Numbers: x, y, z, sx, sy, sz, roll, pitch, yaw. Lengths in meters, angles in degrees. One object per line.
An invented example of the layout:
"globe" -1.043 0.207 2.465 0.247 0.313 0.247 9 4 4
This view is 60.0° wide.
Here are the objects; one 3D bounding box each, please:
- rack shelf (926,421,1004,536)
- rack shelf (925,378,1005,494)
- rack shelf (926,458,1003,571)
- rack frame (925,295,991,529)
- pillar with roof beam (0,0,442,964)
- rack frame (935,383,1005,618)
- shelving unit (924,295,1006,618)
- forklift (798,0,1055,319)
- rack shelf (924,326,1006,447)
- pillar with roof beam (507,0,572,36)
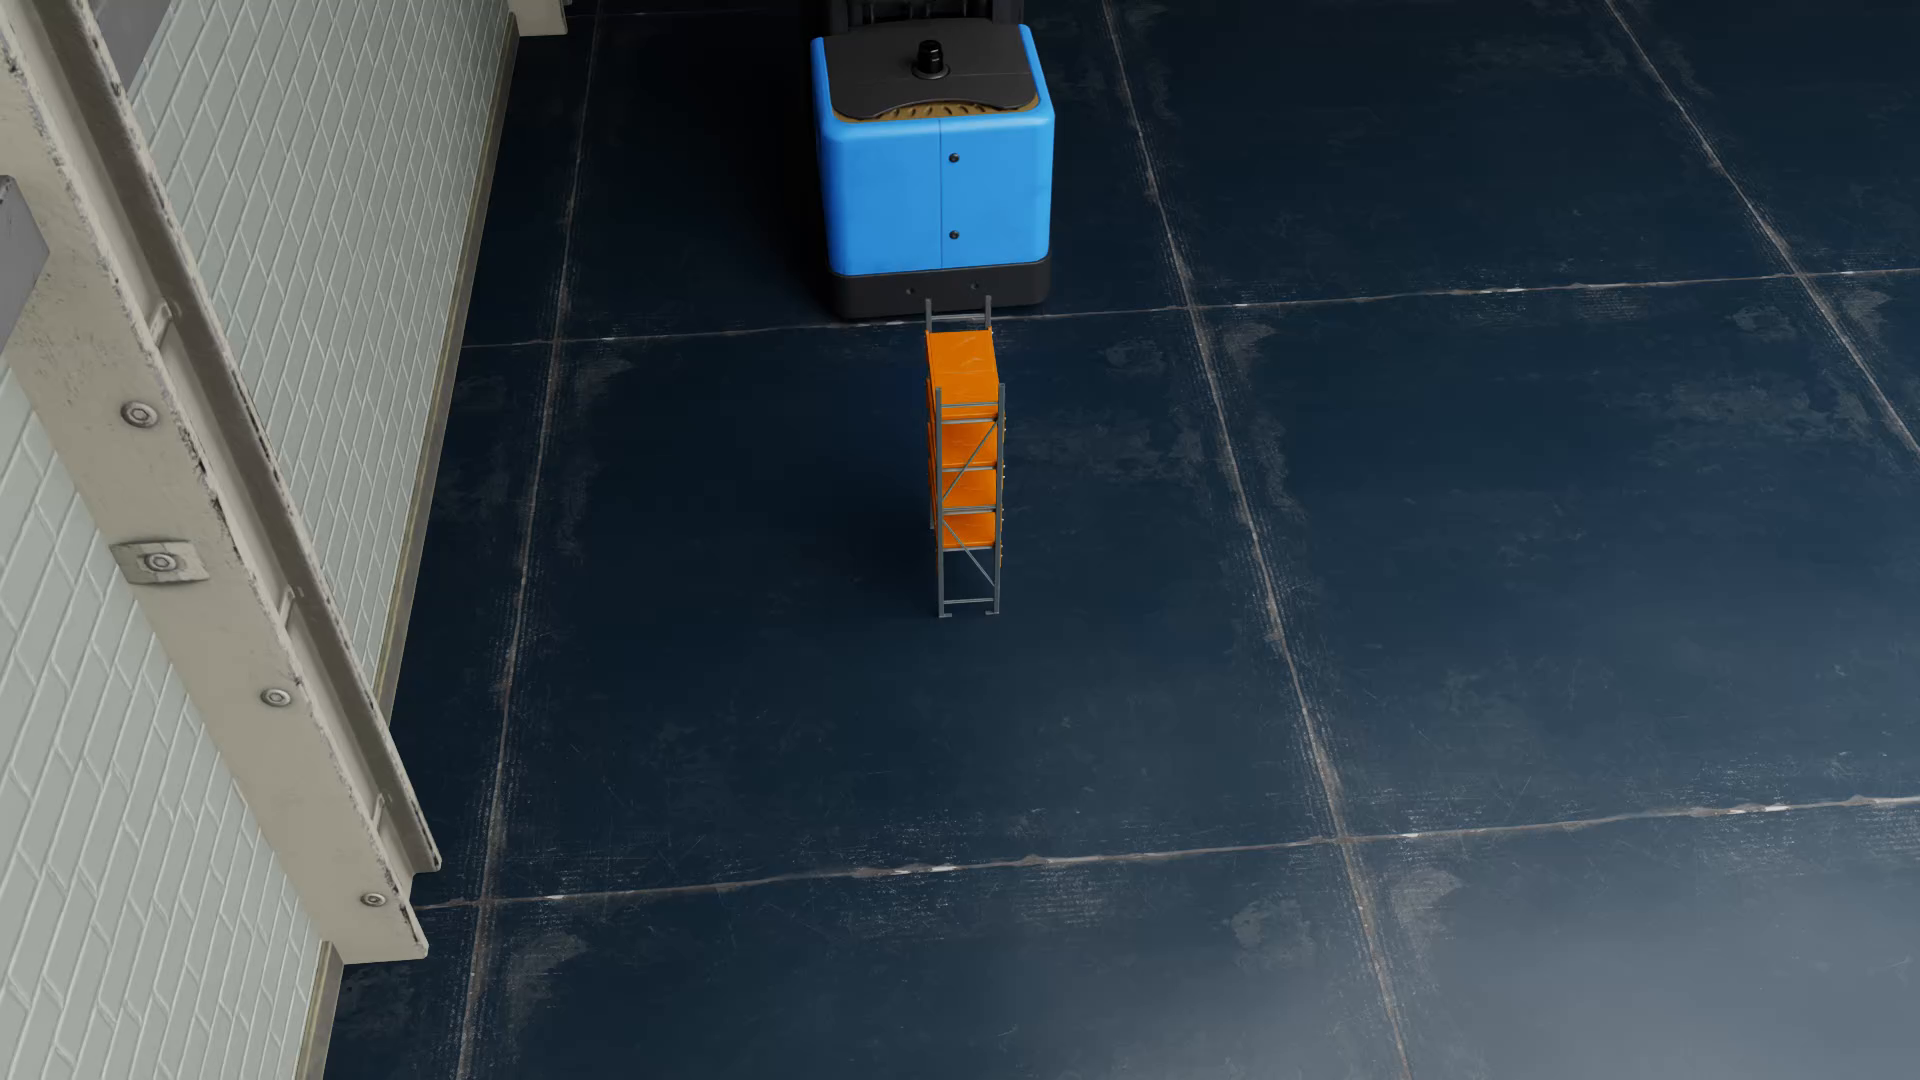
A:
"rack shelf" 0.014 -0.247 6.386 0.258 0.148 0.480 -3 47 -3
"rack shelf" 0.014 -0.400 6.224 0.258 0.148 0.480 -3 47 -3
"rack shelf" 0.014 -0.110 6.530 0.258 0.148 0.480 -3 47 -3
"rack frame" -0.007 -0.469 6.505 0.240 1.200 0.015 -3 47 -3
"pillar with roof beam" 2.335 -2.092 2.670 9.100 9.000 0.400 -3 47 -3
"rack frame" 0.034 -0.116 6.170 0.240 1.200 0.015 -3 47 -3
"shelving unit" 0.014 -0.293 6.337 0.258 1.200 0.503 -3 47 -3
"forklift" -0.266 -3.121 7.823 1.130 2.935 3.031 -5 47 -5
"rack shelf" 0.014 -0.563 6.052 0.258 0.148 0.480 -3 47 -3
"pillar with roof beam" 1.833 -6.433 6.781 9.100 9.000 0.400 -3 47 -3
